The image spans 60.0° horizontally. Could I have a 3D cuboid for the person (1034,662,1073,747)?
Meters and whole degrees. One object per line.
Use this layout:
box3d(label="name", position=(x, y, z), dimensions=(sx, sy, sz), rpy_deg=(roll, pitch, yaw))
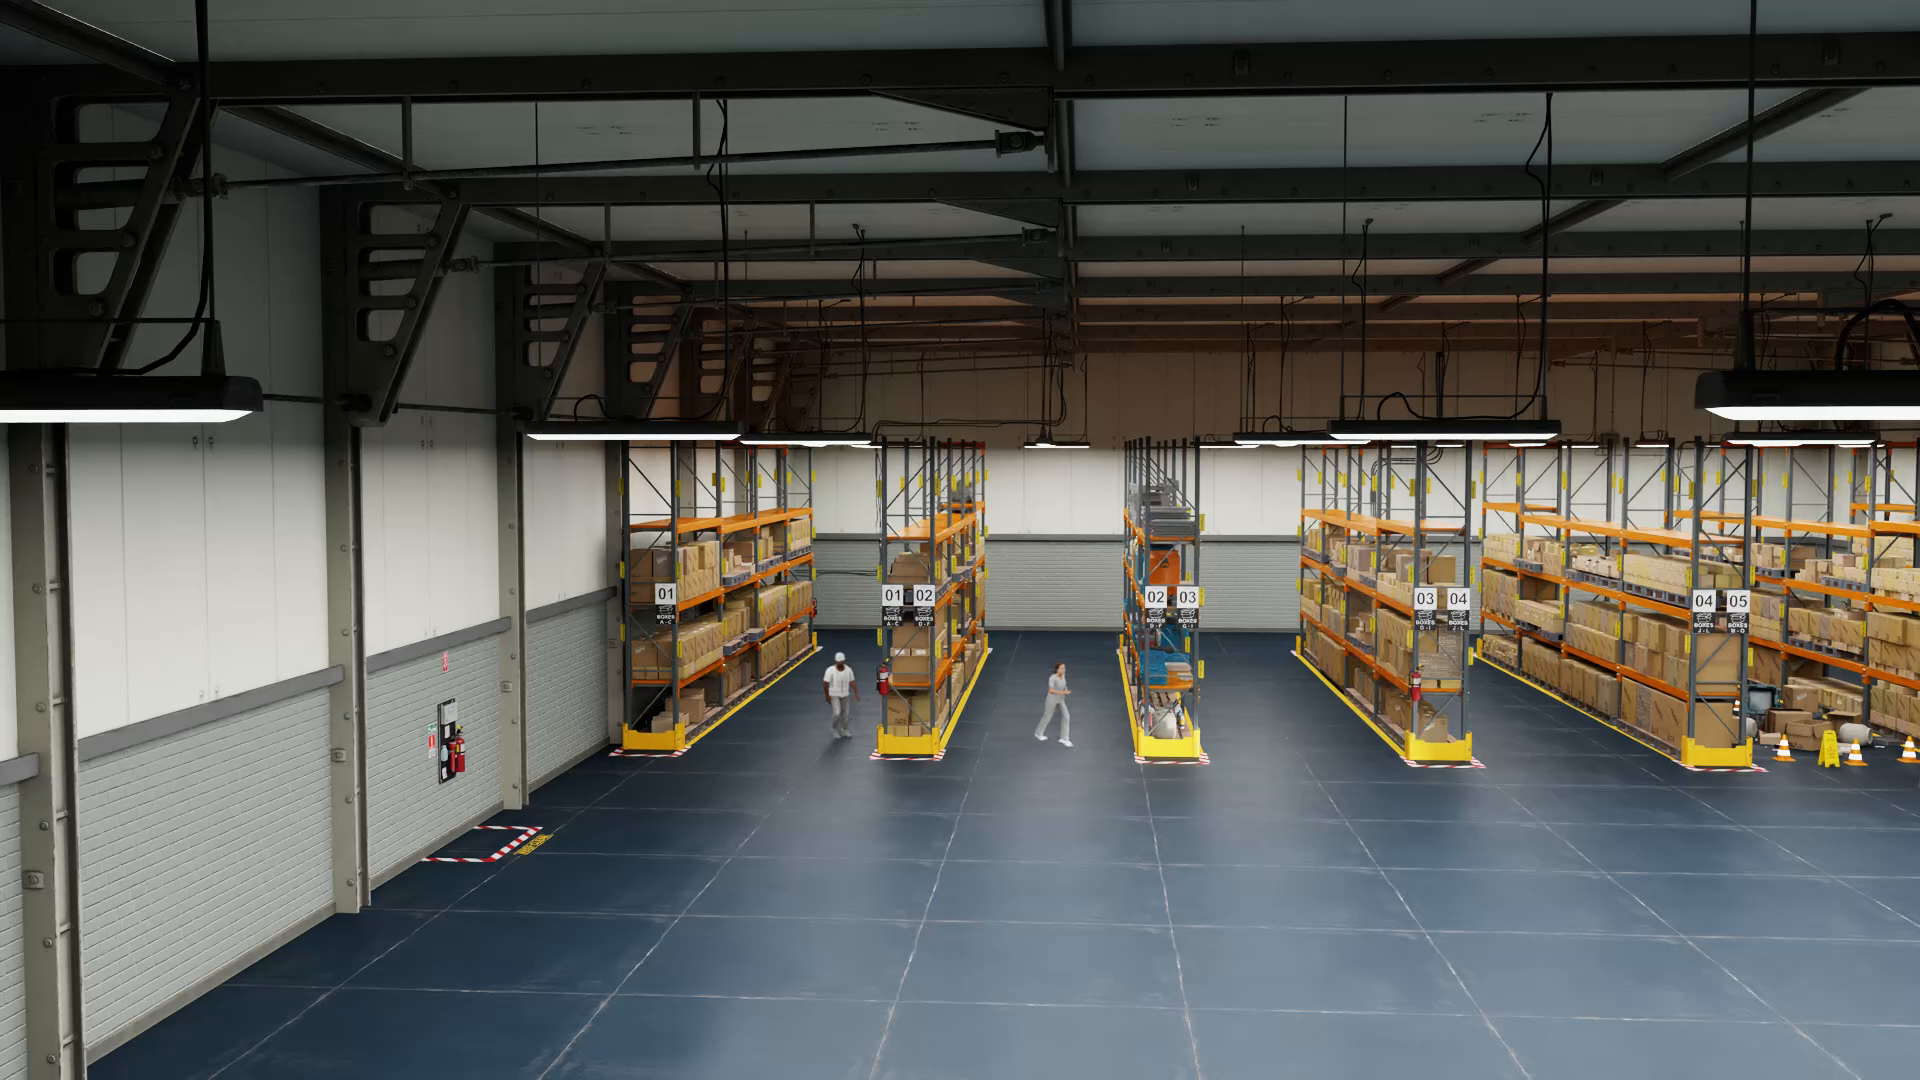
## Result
box3d(label="person", position=(1.833, 3.172, 32.411), dimensions=(0.568, 1.649, 0.956), rpy_deg=(-3, 4, -42))

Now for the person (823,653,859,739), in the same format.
box3d(label="person", position=(-2.384, 3.090, 33.072), dimensions=(0.641, 1.732, 0.583), rpy_deg=(-2, 4, -30))
